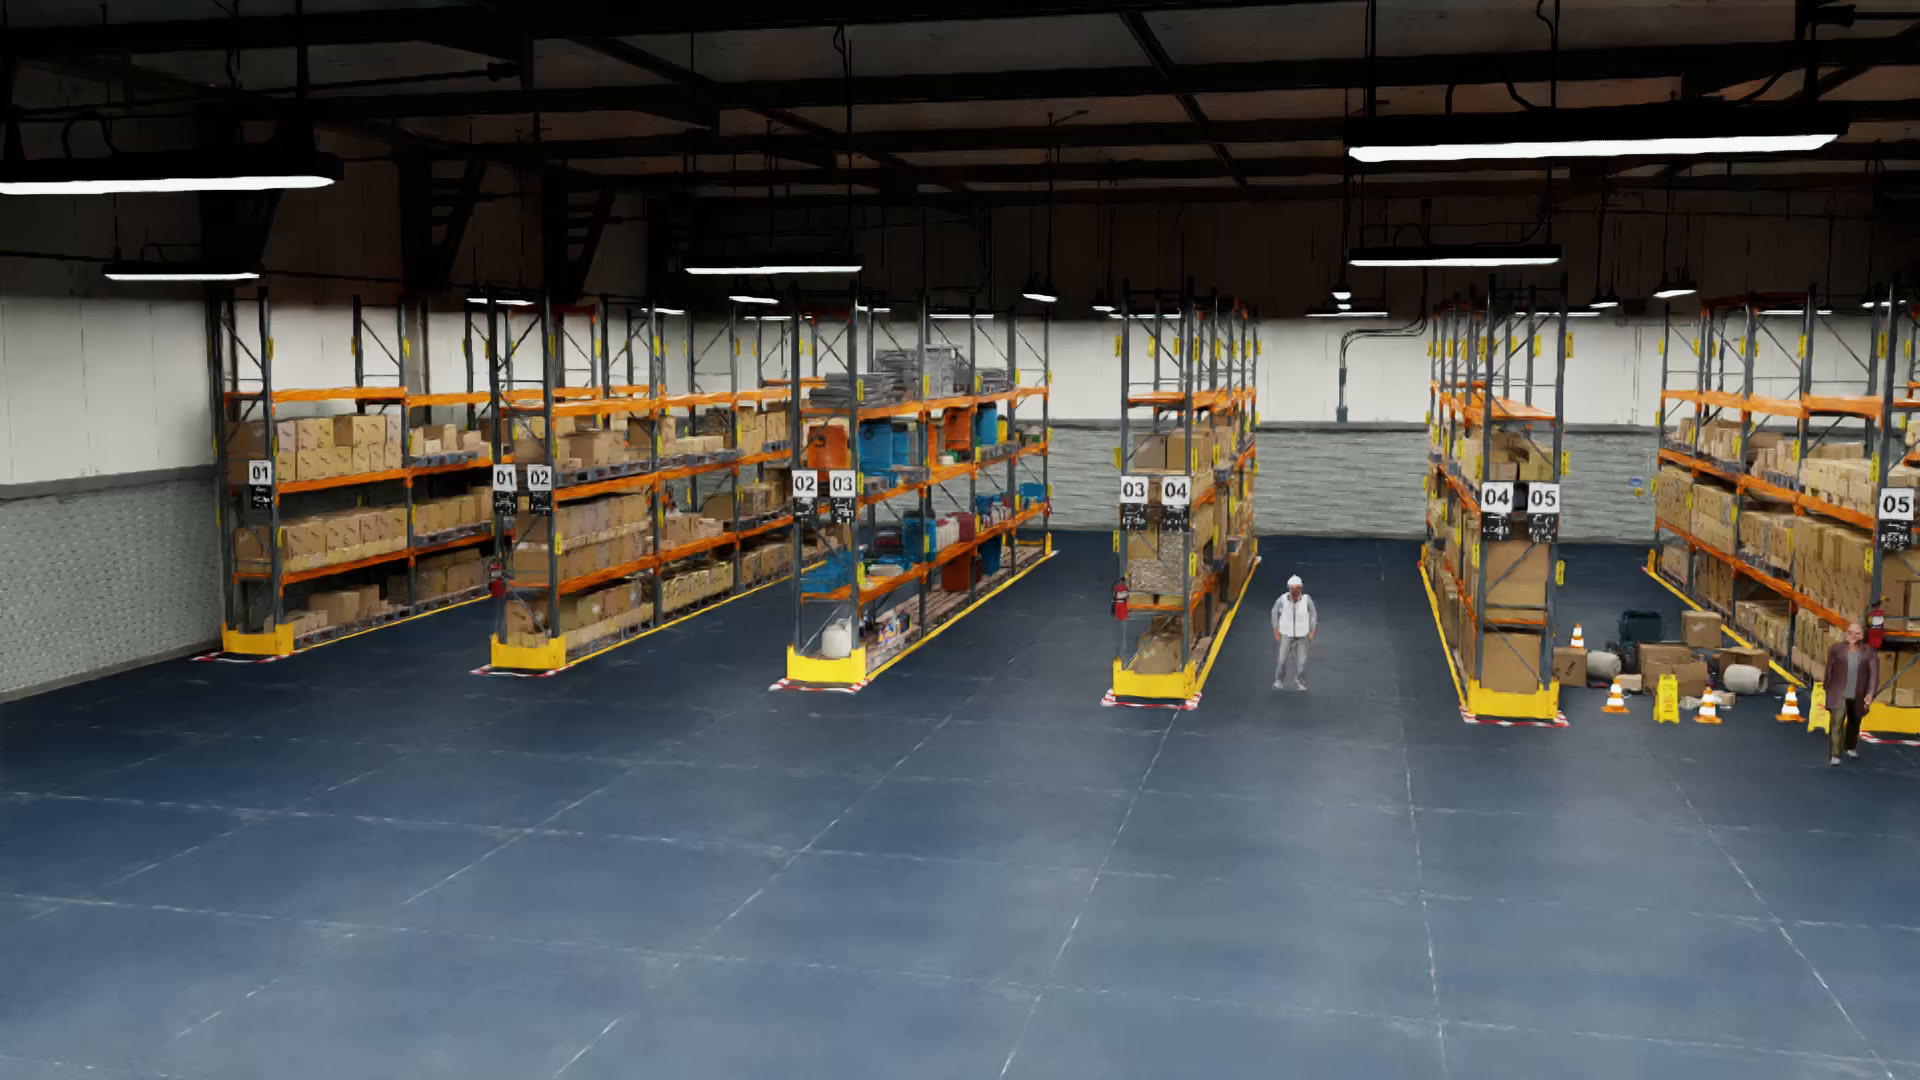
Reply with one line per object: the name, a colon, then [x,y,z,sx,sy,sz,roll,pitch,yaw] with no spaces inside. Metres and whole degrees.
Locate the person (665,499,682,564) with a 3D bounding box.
person: [-6.694,-0.210,38.782,0.417,1.502,1.036,2,7,16]

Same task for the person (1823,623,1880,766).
person: [10.712,1.844,19.991,0.573,1.716,1.088,3,7,22]

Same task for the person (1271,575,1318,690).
person: [4.892,1.345,24.381,0.677,1.701,0.574,1,7,11]
